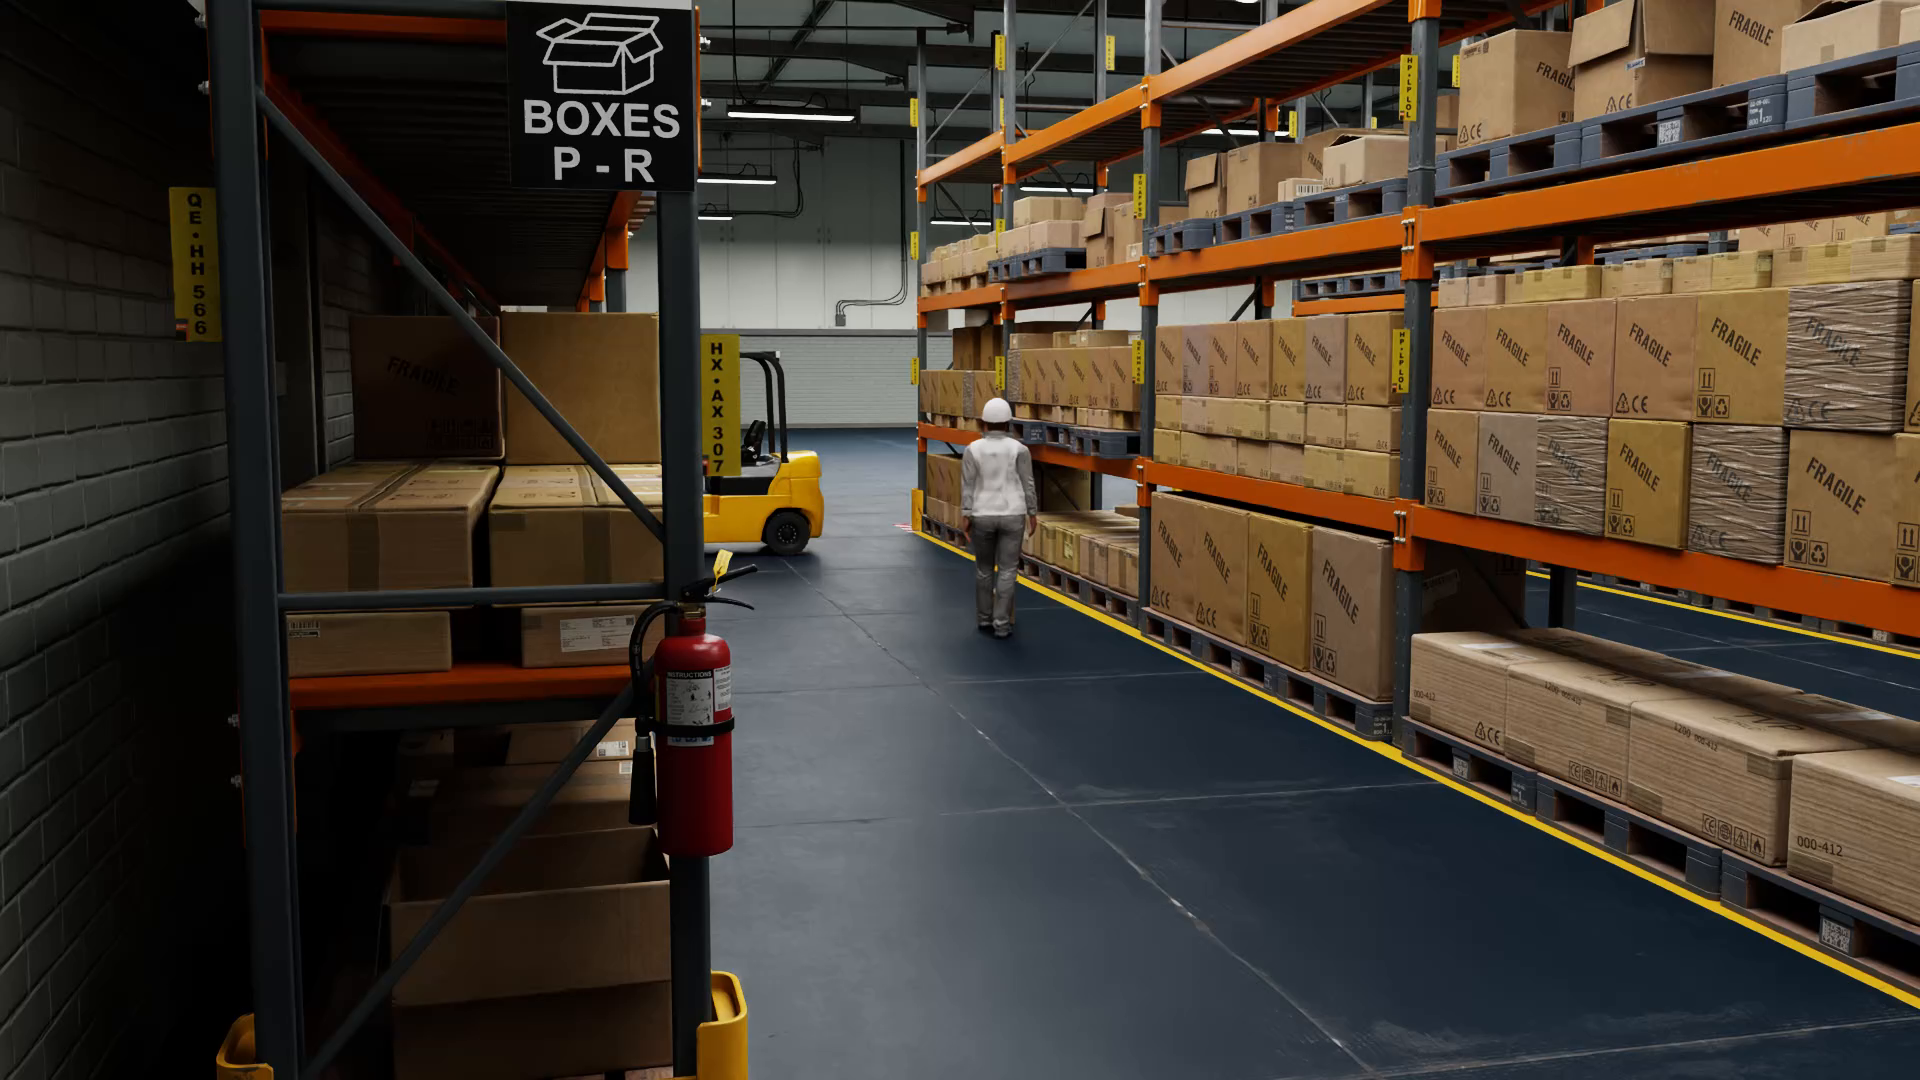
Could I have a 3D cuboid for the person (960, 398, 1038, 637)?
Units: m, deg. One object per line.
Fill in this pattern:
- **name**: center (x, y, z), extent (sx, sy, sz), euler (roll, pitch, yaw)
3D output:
- **person**: center (0.321, -0.187, 12.516), extent (0.558, 1.765, 0.665), euler (1, 6, 12)
